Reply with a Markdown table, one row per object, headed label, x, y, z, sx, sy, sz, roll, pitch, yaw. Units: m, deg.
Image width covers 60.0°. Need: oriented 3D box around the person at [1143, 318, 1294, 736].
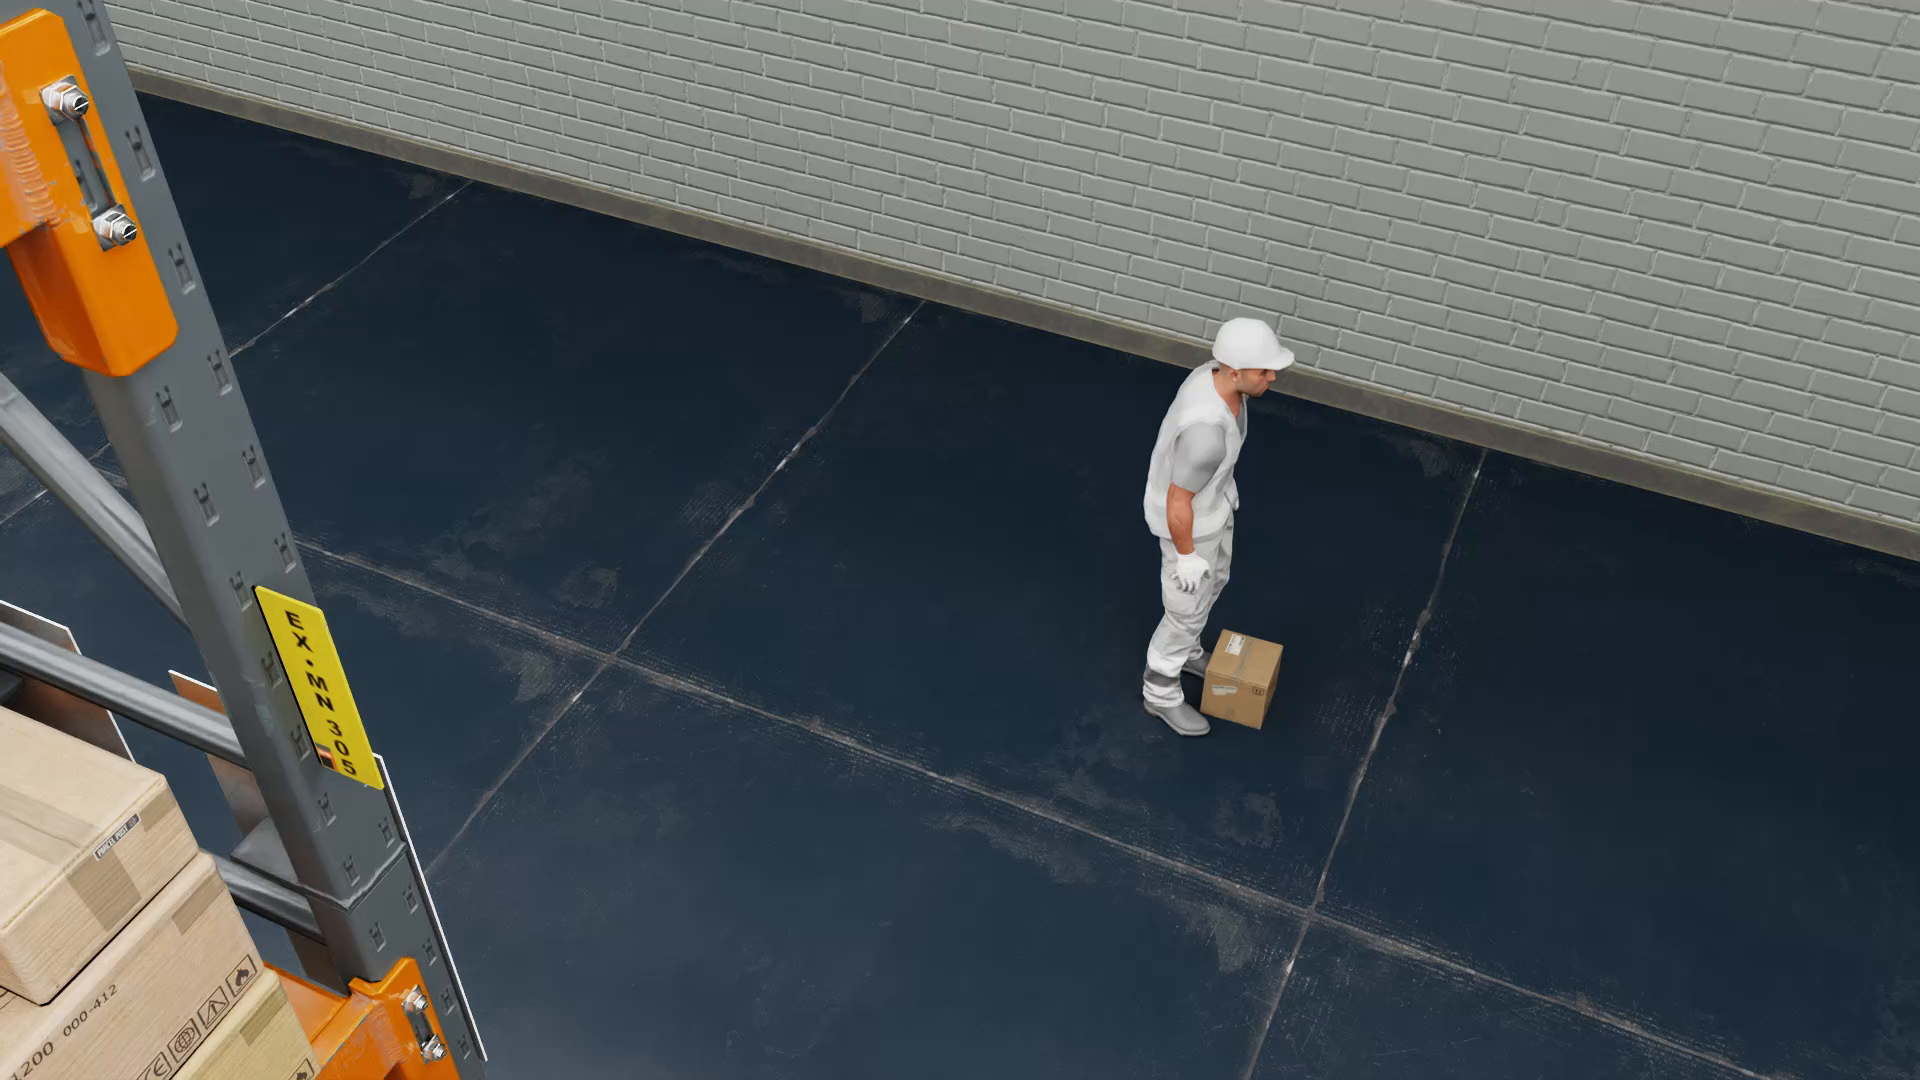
| label | x | y | z | sx | sy | sz | roll | pitch | yaw |
| --- | --- | --- | --- | --- | --- | --- | --- | --- | --- |
| person | 0.920 | -0.073 | 6.232 | 0.451 | 1.777 | 0.610 | 15 | 44 | 16 |
